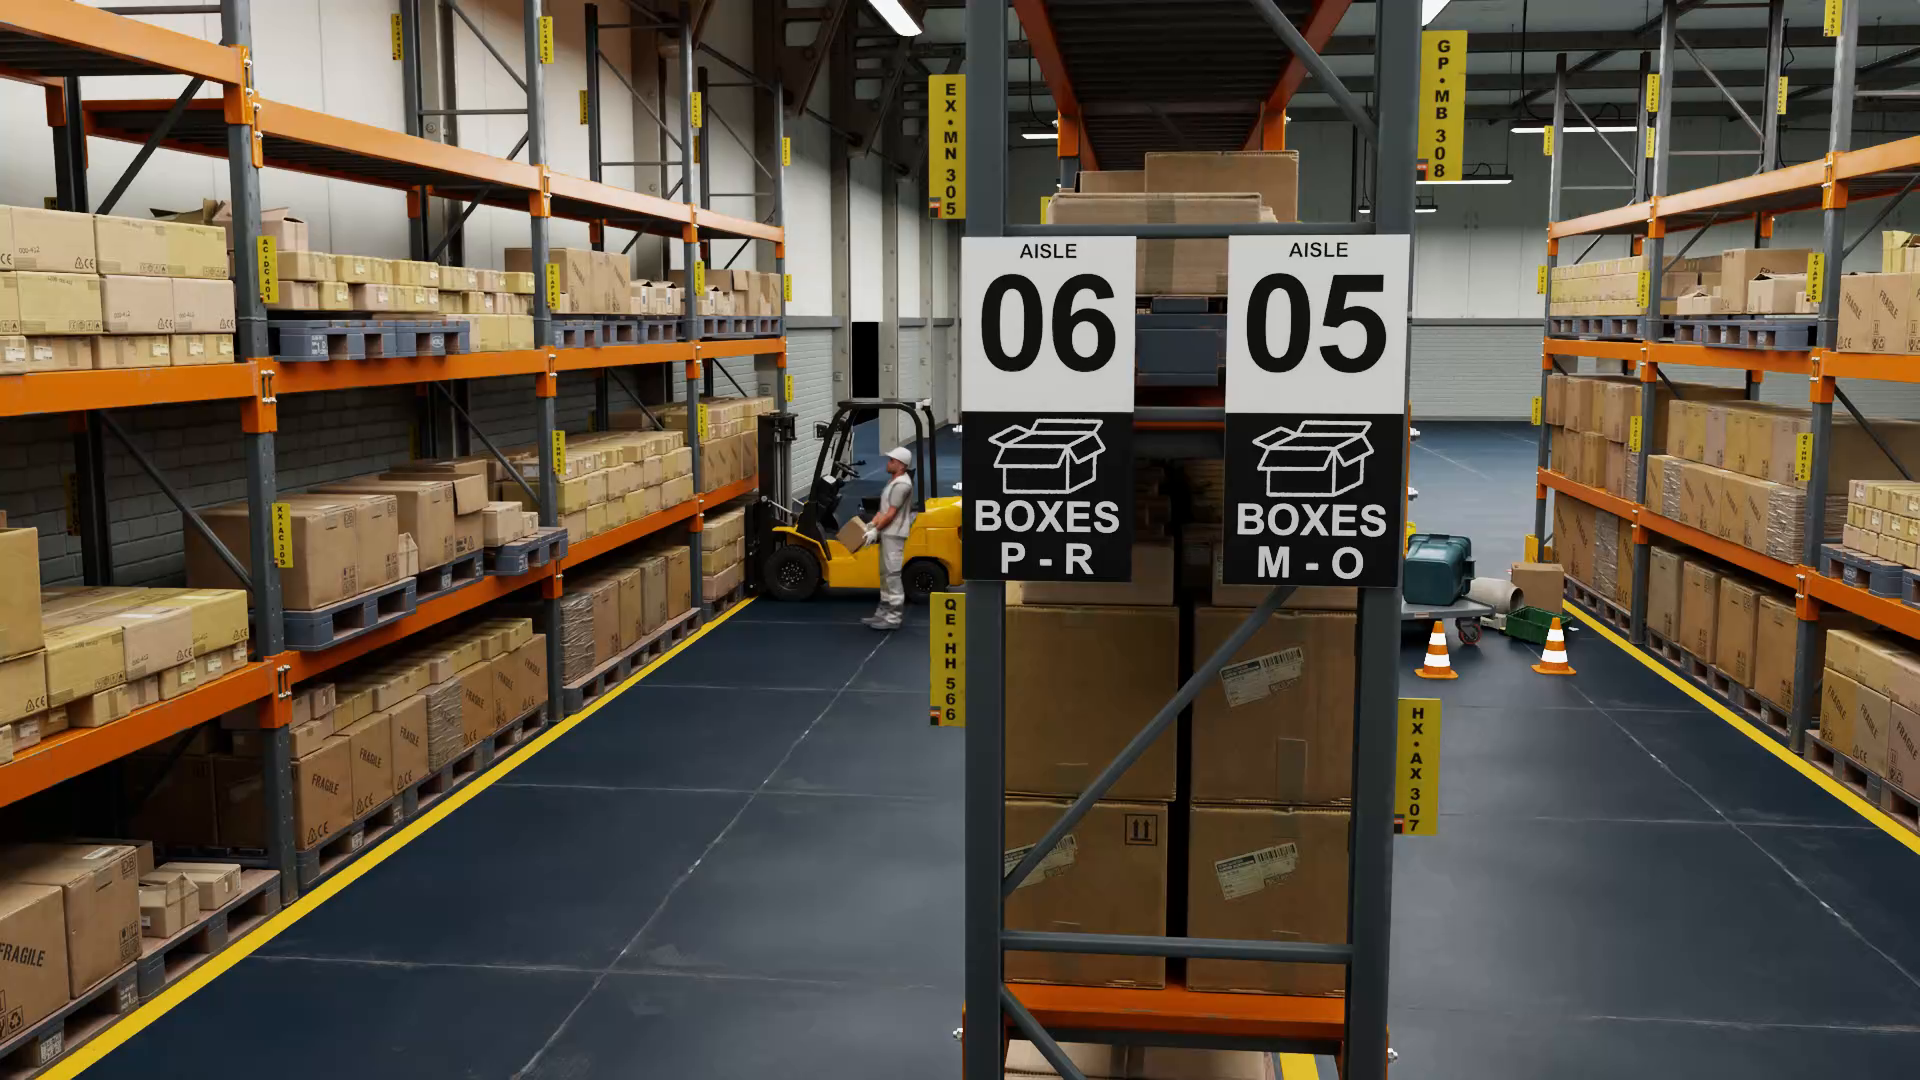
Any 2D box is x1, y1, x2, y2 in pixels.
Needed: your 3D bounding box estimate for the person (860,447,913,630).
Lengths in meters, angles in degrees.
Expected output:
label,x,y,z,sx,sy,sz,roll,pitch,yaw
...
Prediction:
label,x,y,z,sx,sy,sz,roll,pitch,yaw
person,-0.726,-0.019,16.295,0.514,1.794,0.560,-1,8,-10
